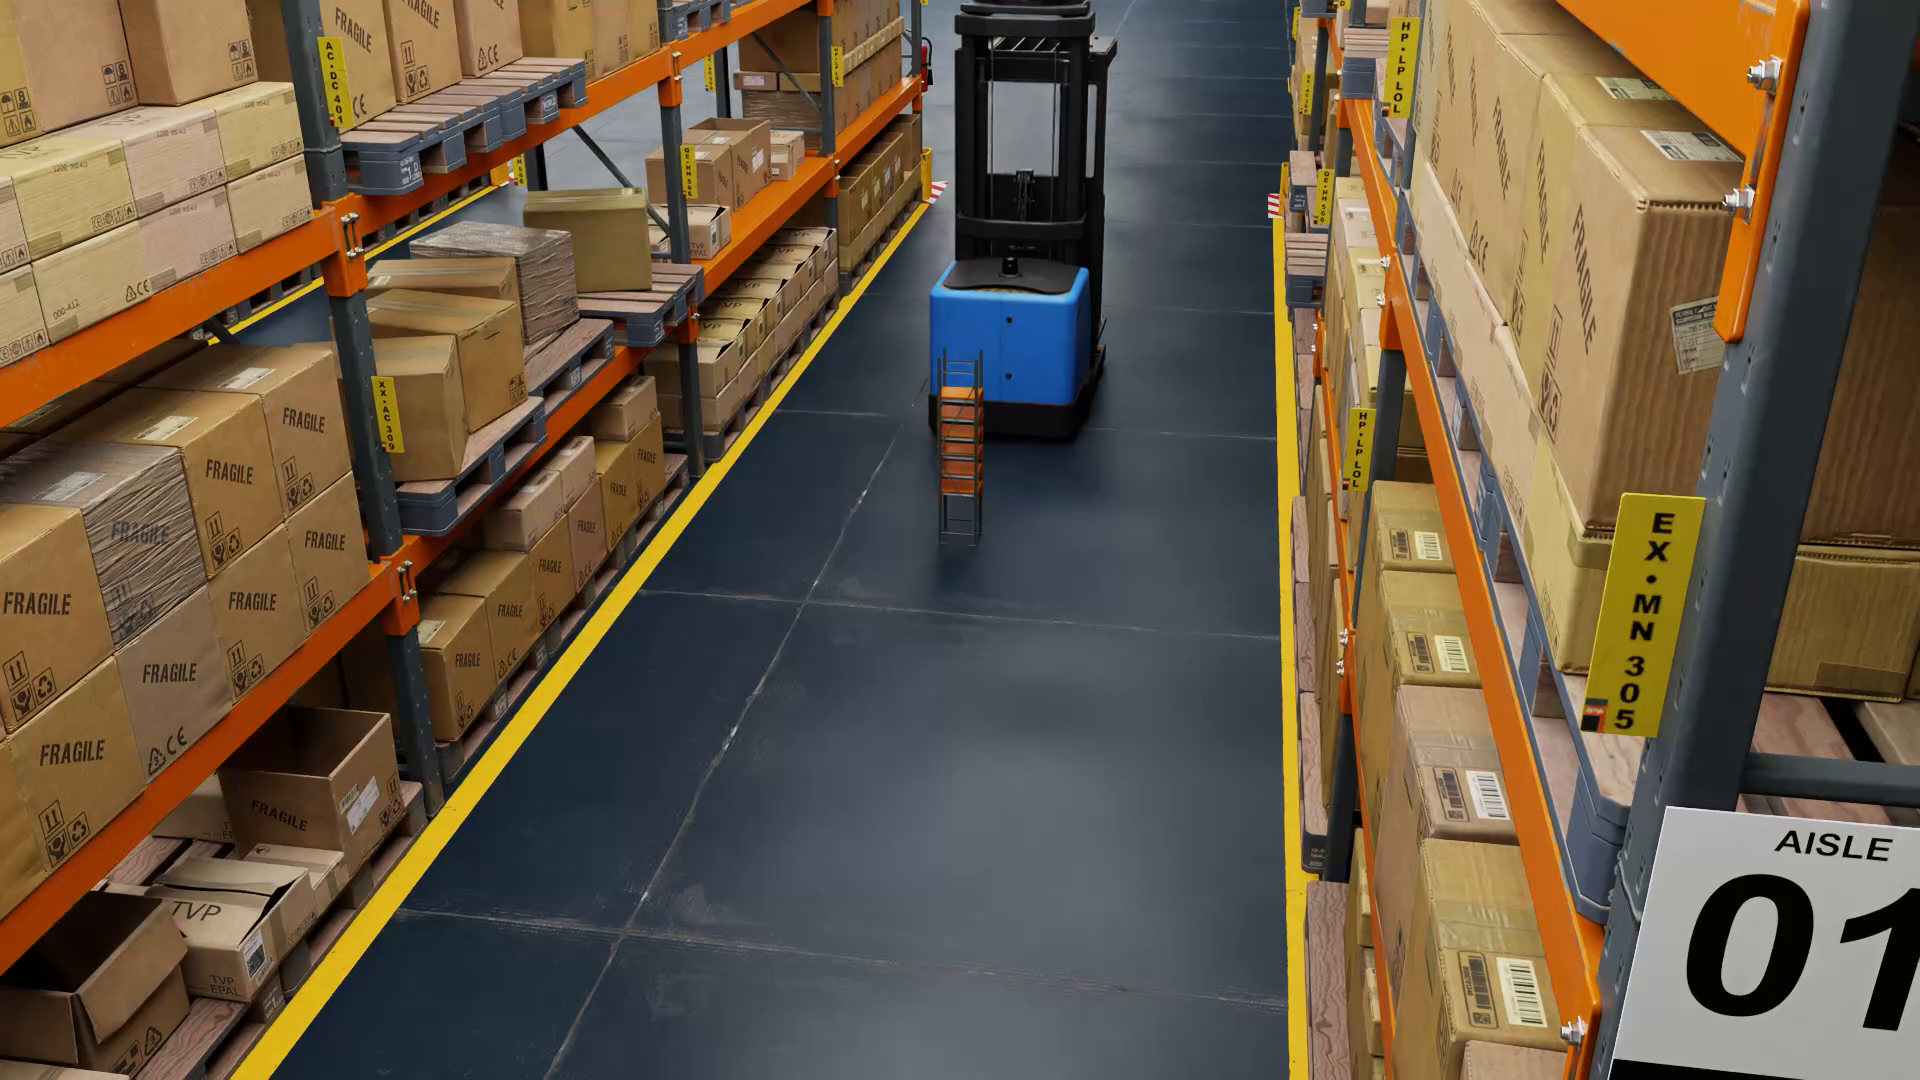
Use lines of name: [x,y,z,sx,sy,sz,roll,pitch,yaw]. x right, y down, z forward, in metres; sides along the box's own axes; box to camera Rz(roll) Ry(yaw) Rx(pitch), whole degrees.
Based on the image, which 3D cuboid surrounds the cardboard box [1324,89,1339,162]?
cardboard box: [3.206,-3.190,12.890,0.700,0.500,0.500,4,25,9]

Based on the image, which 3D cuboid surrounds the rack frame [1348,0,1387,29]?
rack frame: [2.669,-4.200,8.608,1.000,3.000,0.127,4,25,9]

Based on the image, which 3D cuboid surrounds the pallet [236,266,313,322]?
pallet: [-6.541,-2.248,14.804,1.003,0.211,1.213,4,25,9]

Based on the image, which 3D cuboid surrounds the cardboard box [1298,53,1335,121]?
cardboard box: [3.171,-3.865,14.237,0.500,0.500,0.500,4,25,8]

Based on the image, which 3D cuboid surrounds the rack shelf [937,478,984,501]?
rack shelf: [0.002,-0.292,10.129,0.258,0.103,0.180,4,25,9]

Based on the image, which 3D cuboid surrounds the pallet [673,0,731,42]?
pallet: [-2.196,-3.387,10.633,1.213,0.211,1.003,5,26,11]

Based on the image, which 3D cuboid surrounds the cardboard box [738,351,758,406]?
cardboard box: [-1.762,-1.178,11.977,0.500,0.250,0.500,3,25,7]

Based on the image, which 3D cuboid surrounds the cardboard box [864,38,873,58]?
cardboard box: [-1.037,-4.688,15.843,0.380,0.149,0.250,4,25,8]

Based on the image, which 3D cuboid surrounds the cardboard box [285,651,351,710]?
cardboard box: [-3.074,0.555,7.955,0.500,0.500,0.500,4,25,8]

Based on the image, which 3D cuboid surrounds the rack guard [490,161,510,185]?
rack guard: [-5.763,-4.348,18.949,1.175,0.500,0.348,4,25,9]

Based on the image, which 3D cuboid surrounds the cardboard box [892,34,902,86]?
cardboard box: [-1.000,-5.021,17.321,0.700,0.500,0.500,4,25,9]

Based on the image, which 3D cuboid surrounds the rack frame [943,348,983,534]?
rack frame: [0.017,-0.588,10.090,0.240,1.200,0.006,4,25,9]

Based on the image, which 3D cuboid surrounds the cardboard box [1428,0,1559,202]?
cardboard box: [1.544,-1.181,4.377,0.500,0.500,0.500,3,25,7]

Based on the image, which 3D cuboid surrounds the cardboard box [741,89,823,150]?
cardboard box: [-1.499,-3.729,14.560,0.700,0.500,0.500,3,25,7]

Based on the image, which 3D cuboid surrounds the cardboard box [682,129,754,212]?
cardboard box: [-1.874,-2.793,12.560,0.500,0.500,0.500,4,25,9]

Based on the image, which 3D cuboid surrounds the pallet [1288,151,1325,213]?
pallet: [3.054,-2.759,12.833,1.003,0.211,1.213,4,25,9]

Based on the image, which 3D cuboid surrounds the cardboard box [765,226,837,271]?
cardboard box: [-1.348,-2.507,14.154,0.500,0.311,0.500,4,25,9]

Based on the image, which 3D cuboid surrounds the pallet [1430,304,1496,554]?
pallet: [1.670,-0.278,3.872,1.003,0.211,1.213,4,25,9]

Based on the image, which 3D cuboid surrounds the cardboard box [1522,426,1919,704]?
cardboard box: [1.220,0.012,2.711,0.500,0.250,0.500,5,26,10]

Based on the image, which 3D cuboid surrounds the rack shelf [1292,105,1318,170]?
rack shelf: [3.650,-3.666,15.393,1.077,0.370,4.000,4,25,9]

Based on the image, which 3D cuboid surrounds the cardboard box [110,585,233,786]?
cardboard box: [-2.865,0.461,5.609,0.500,0.500,0.500,5,25,10]

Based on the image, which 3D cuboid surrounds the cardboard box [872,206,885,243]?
cardboard box: [-1.016,-3.033,15.939,0.500,0.250,0.500,4,25,9]

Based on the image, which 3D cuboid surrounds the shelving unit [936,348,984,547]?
shelving unit: [0.002,-0.549,10.009,0.258,1.200,0.189,4,25,9]

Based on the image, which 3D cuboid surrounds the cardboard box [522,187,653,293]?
cardboard box: [-2.210,-1.789,9.920,0.700,0.500,0.500,-4,25,-9]

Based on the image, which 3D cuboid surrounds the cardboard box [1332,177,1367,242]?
cardboard box: [2.336,-1.827,9.239,0.500,0.250,0.500,5,25,10]

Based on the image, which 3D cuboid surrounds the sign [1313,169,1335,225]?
sign: [2.132,-2.005,9.723,0.100,0.325,0.005,4,25,9]

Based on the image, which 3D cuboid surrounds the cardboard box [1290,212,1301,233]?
cardboard box: [3.512,-3.071,15.702,0.700,0.500,0.500,2,25,5]

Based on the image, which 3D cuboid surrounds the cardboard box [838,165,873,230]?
cardboard box: [-1.106,-3.164,15.334,0.500,0.500,0.500,4,25,9]

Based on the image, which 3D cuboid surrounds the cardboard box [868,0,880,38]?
cardboard box: [-1.171,-5.155,16.078,0.700,0.500,0.500,4,25,9]

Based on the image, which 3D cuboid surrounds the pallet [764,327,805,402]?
pallet: [-1.844,-1.412,13.017,1.003,0.211,1.213,4,25,9]

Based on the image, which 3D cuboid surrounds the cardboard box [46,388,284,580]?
cardboard box: [-2.781,-0.206,5.854,0.500,0.500,0.500,4,25,8]

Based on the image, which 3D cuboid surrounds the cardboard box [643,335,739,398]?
cardboard box: [-1.843,-1.222,11.409,0.500,0.311,0.500,5,26,10]

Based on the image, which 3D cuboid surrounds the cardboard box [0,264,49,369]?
cardboard box: [-2.941,-0.593,4.618,0.500,0.250,0.500,4,25,9]

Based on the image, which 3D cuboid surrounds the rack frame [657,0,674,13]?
rack frame: [-2.219,-4.542,9.338,1.000,3.000,0.127,4,25,9]

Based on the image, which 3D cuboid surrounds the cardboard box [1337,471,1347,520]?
cardboard box: [1.881,-0.193,7.397,0.380,0.149,0.250,4,25,9]

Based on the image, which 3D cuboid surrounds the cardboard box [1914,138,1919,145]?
cardboard box: [1.719,-0.291,2.475,0.500,0.500,0.500,3,25,6]

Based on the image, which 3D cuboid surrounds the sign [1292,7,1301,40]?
sign: [3.441,-5.258,16.924,0.100,0.325,0.005,4,25,9]

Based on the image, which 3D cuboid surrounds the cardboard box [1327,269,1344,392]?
cardboard box: [2.160,-1.061,8.485,0.500,0.500,0.500,4,25,8]

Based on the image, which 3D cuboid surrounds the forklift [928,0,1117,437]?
forklift: [0.550,-2.641,12.435,1.130,2.935,3.031,4,25,9]

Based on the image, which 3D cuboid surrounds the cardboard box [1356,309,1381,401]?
cardboard box: [1.932,-0.765,6.969,0.500,0.250,0.500,5,25,10]

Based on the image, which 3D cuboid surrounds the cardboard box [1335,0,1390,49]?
cardboard box: [2.520,-3.130,9.942,0.500,0.311,0.500,4,25,9]

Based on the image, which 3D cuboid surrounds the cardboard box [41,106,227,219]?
cardboard box: [-2.769,-1.237,5.404,0.500,0.250,0.500,4,25,9]

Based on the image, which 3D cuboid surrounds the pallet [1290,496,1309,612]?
pallet: [2.466,0.105,9.777,1.003,0.211,1.213,4,25,9]

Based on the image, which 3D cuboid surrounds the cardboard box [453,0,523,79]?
cardboard box: [-2.502,-2.554,7.900,0.600,0.600,0.600,3,25,6]

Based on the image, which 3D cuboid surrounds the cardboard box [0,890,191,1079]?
cardboard box: [-3.174,1.566,5.792,0.797,0.503,0.637,4,25,9]

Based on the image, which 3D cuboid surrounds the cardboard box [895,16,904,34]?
cardboard box: [-0.786,-5.336,17.229,0.380,0.149,0.250,4,25,8]

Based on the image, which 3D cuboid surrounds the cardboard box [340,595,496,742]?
cardboard box: [-2.553,0.596,7.868,0.500,0.500,0.500,3,25,6]

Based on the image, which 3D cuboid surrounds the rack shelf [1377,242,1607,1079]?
rack shelf: [1.689,-0.006,4.035,1.077,0.370,4.000,4,25,9]

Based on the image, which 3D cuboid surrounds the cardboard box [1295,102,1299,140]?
cardboard box: [3.258,-3.735,14.845,0.500,0.250,0.500,4,25,8]

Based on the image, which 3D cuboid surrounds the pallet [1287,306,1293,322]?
pallet: [3.398,-2.176,14.650,1.003,0.211,1.213,4,25,9]

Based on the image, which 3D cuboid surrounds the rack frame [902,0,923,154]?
rack frame: [-0.911,-5.170,17.758,1.000,3.000,0.127,4,25,9]
